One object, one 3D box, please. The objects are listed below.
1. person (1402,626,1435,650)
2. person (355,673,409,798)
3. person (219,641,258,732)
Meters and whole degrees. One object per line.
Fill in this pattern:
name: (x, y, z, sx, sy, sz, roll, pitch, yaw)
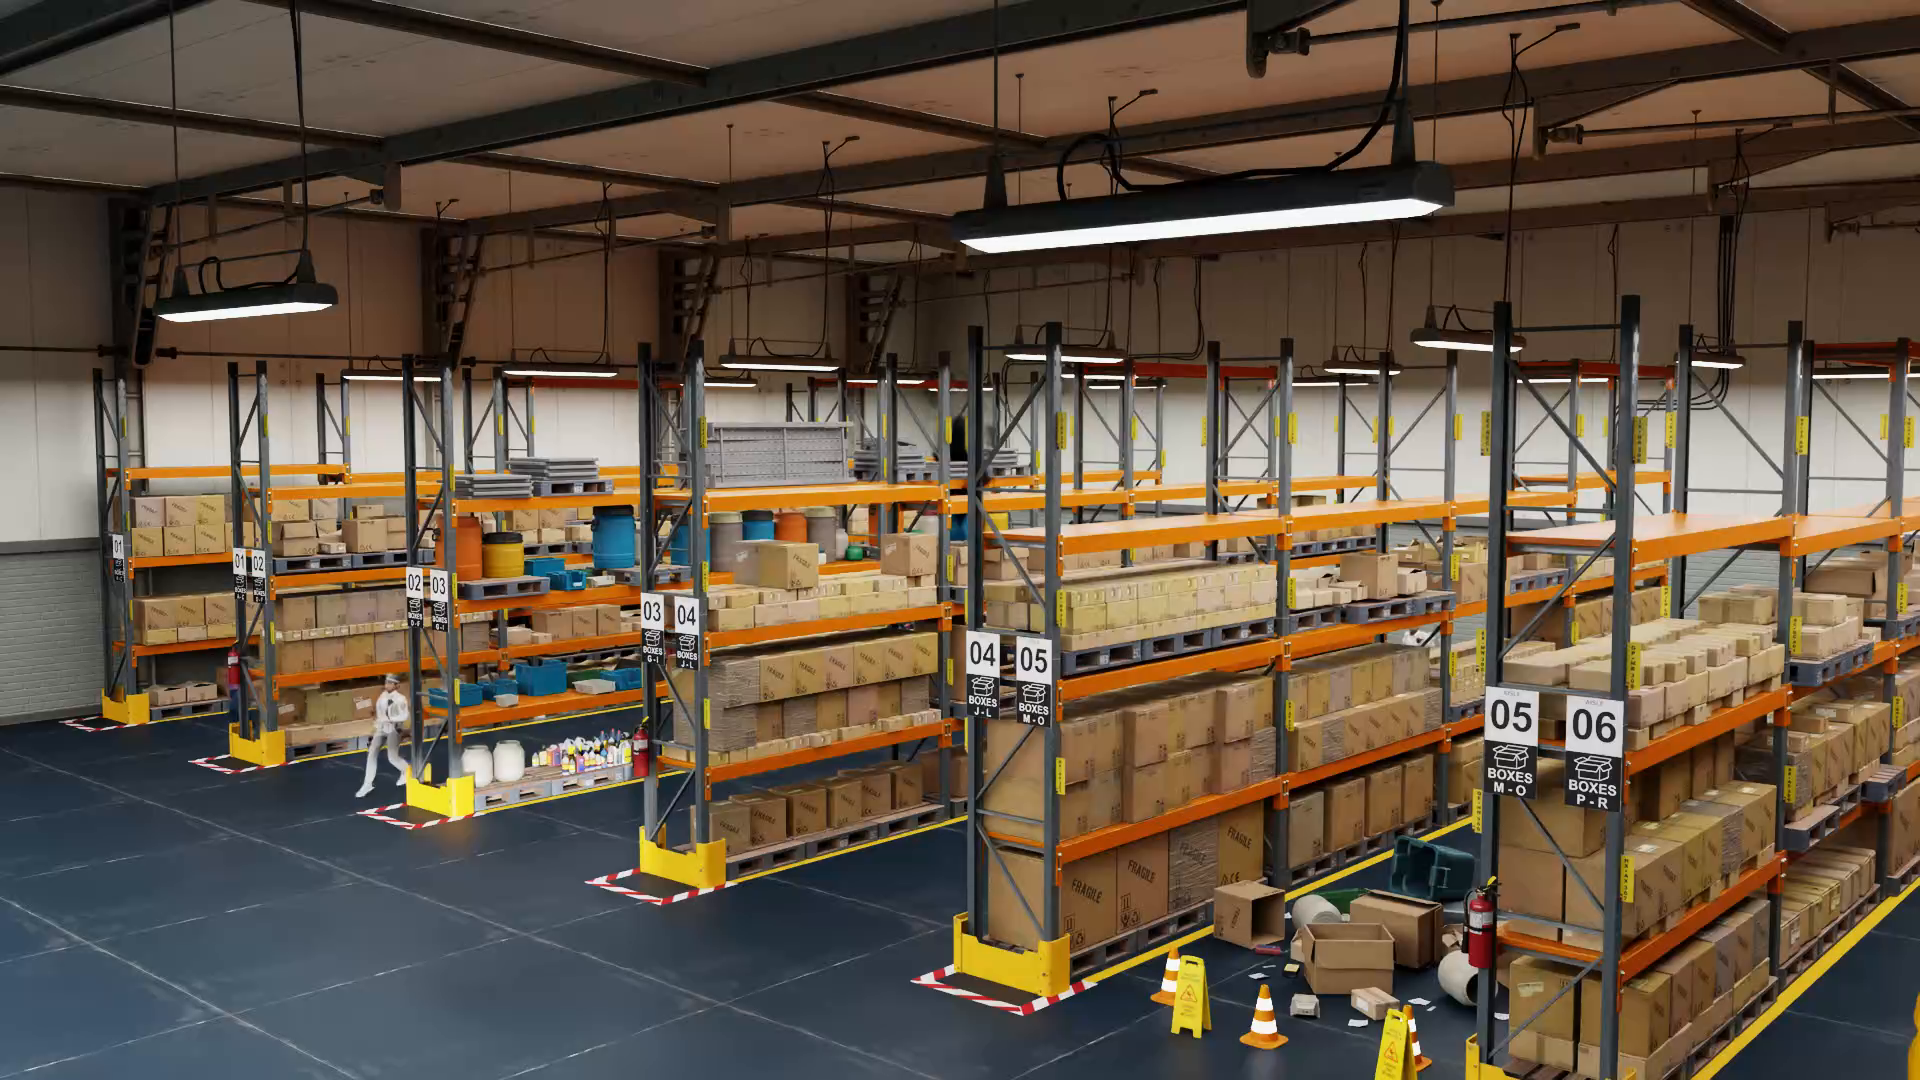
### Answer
person: (7.822, 2.189, 28.472, 0.668, 1.809, 0.903, 4, 6, 40)
person: (-7.821, 2.646, 22.842, 0.648, 1.685, 0.897, 2, 5, 25)
person: (-11.500, 2.424, 26.505, 0.537, 1.666, 0.636, 3, 5, 31)
